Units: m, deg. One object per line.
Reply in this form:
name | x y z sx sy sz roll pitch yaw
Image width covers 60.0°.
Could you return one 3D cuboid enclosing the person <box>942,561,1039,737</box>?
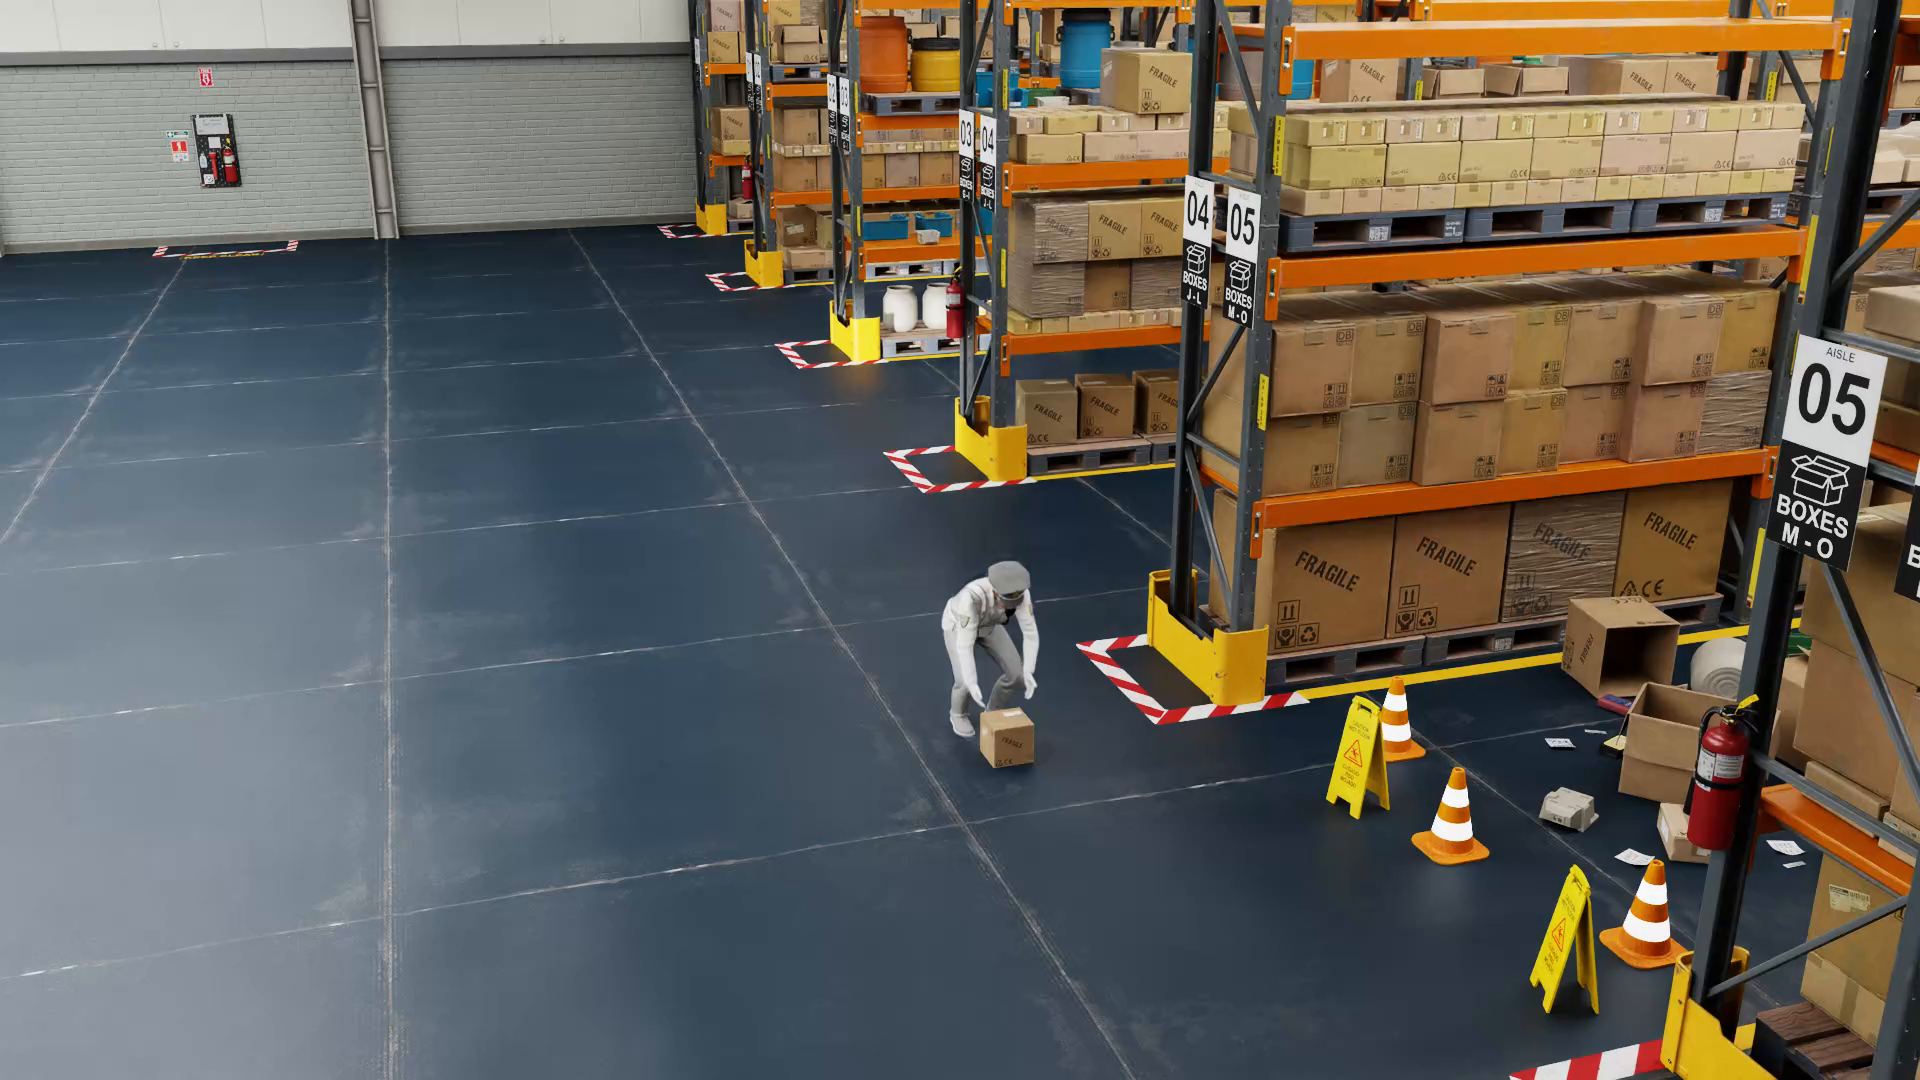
person | 0.189 0.624 10.031 0.522 1.180 0.796 -6 20 -17
